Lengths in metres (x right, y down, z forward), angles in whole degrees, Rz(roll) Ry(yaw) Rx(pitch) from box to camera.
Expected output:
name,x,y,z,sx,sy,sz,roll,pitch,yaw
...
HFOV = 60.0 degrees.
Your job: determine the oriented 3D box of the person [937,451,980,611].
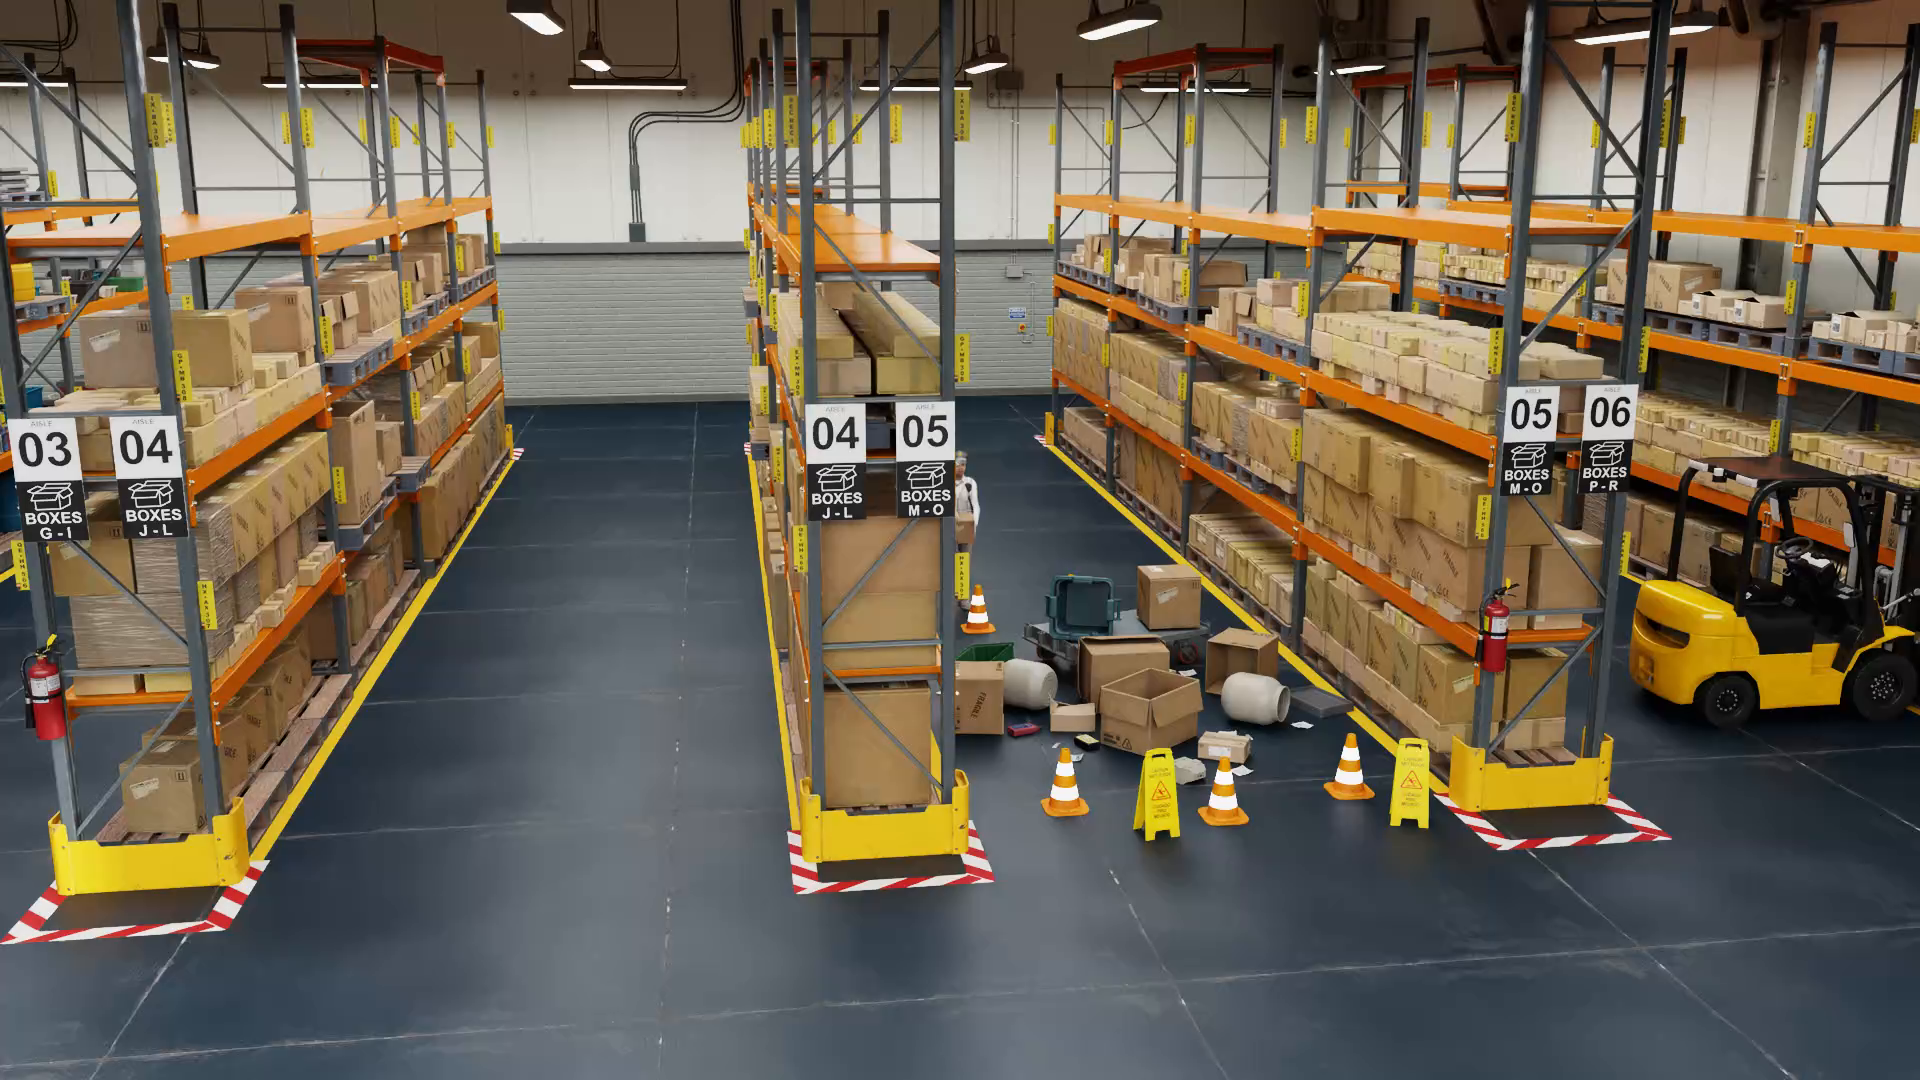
name,x,y,z,sx,sy,sz,roll,pitch,yaw
person,-0.022,-0.107,17.856,0.492,1.701,0.539,-2,13,-8
